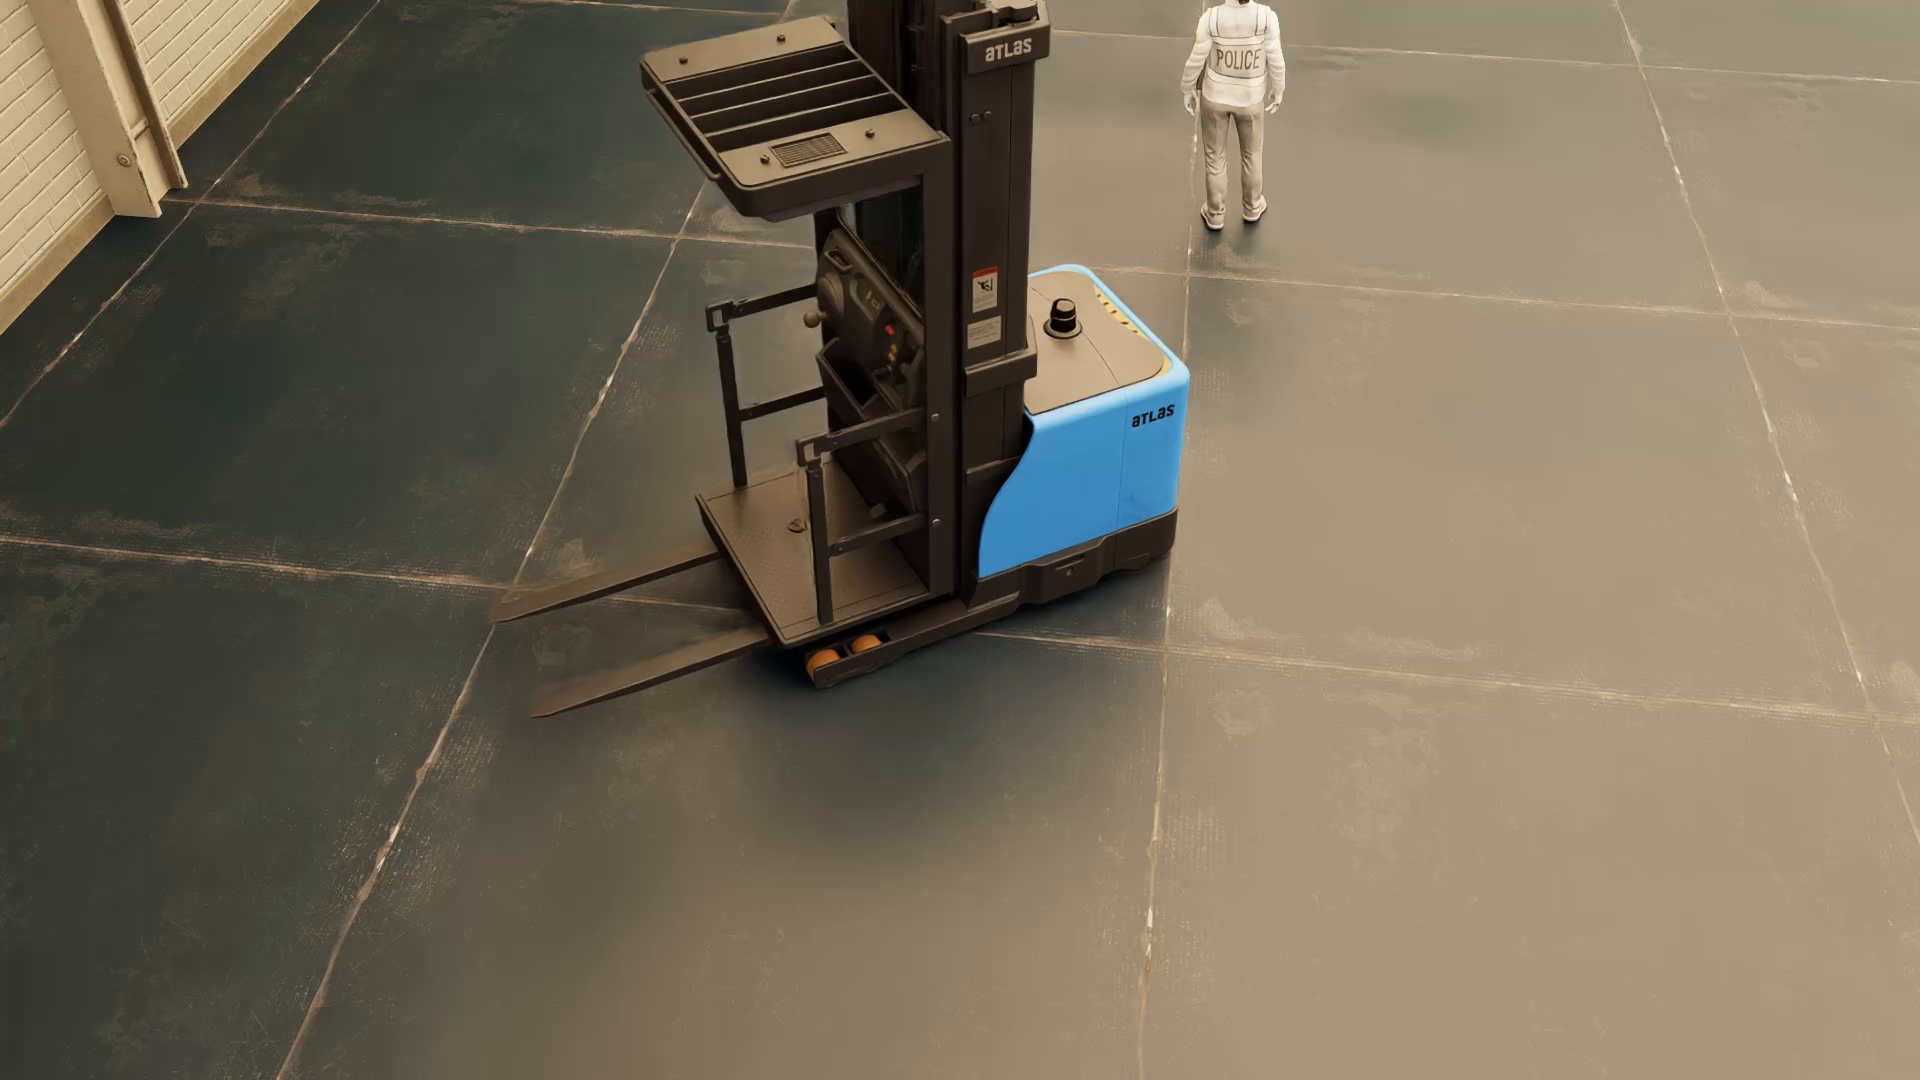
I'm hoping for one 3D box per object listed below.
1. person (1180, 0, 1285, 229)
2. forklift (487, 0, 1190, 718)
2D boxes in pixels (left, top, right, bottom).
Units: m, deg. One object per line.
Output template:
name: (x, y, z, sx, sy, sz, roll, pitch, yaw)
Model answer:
person: (1.539, -2.541, 9.394, 0.587, 1.694, 0.530, 5, 43, 5)
forklift: (-0.550, -0.853, 6.653, 3.031, 2.935, 1.130, -19, 46, -19)
